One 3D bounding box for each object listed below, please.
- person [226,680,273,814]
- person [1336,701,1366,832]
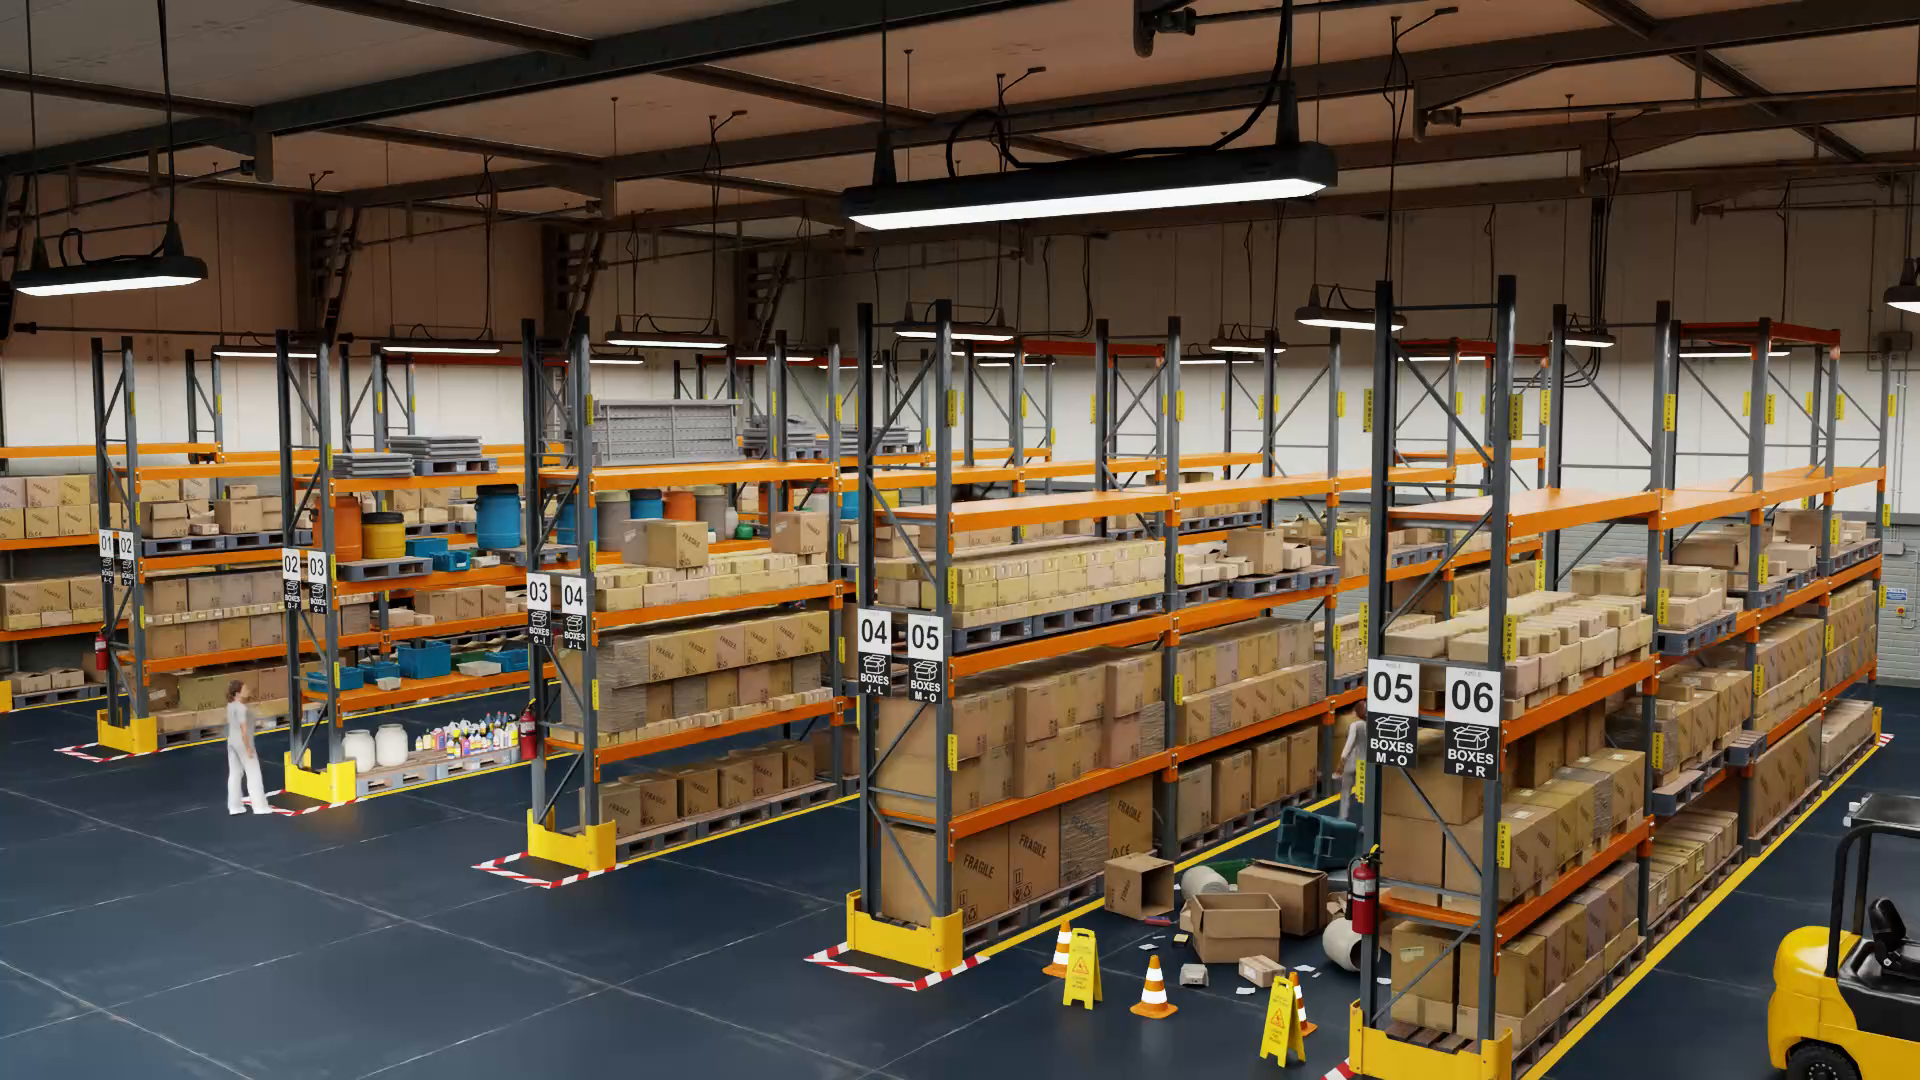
[{"bbox_3d":[-8.790,2.551,20.510,0.473,1.691,0.493,4,6,38],"label":"person"},{"bbox_3d":[4.677,2.676,19.589,0.496,1.602,0.331,-1,5,-7],"label":"person"}]
